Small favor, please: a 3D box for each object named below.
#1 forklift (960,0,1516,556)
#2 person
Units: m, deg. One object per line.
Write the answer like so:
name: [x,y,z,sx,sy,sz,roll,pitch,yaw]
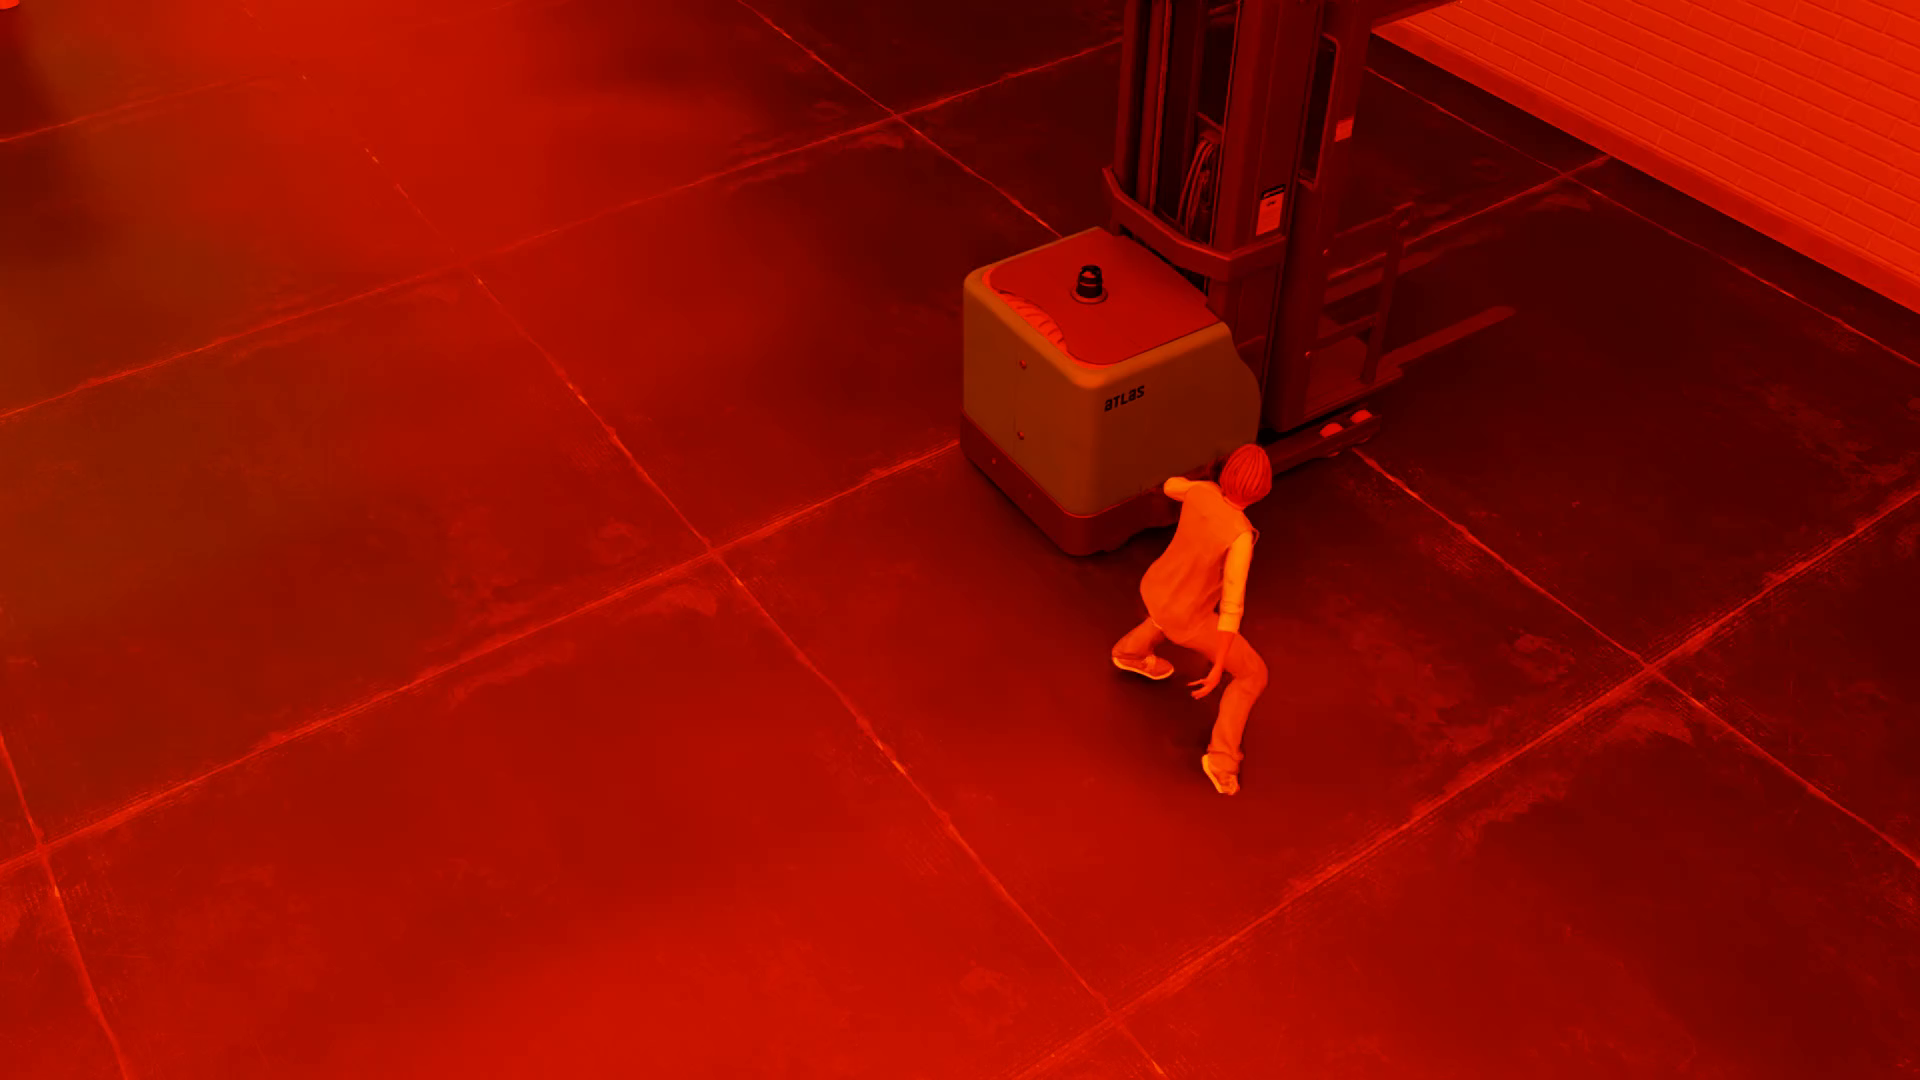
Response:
forklift: [1.518,-1.776,7.642,3.031,2.935,1.130,-23,48,-23]
person: [0.982,0.288,6.573,0.514,1.520,0.907,-11,44,-12]
